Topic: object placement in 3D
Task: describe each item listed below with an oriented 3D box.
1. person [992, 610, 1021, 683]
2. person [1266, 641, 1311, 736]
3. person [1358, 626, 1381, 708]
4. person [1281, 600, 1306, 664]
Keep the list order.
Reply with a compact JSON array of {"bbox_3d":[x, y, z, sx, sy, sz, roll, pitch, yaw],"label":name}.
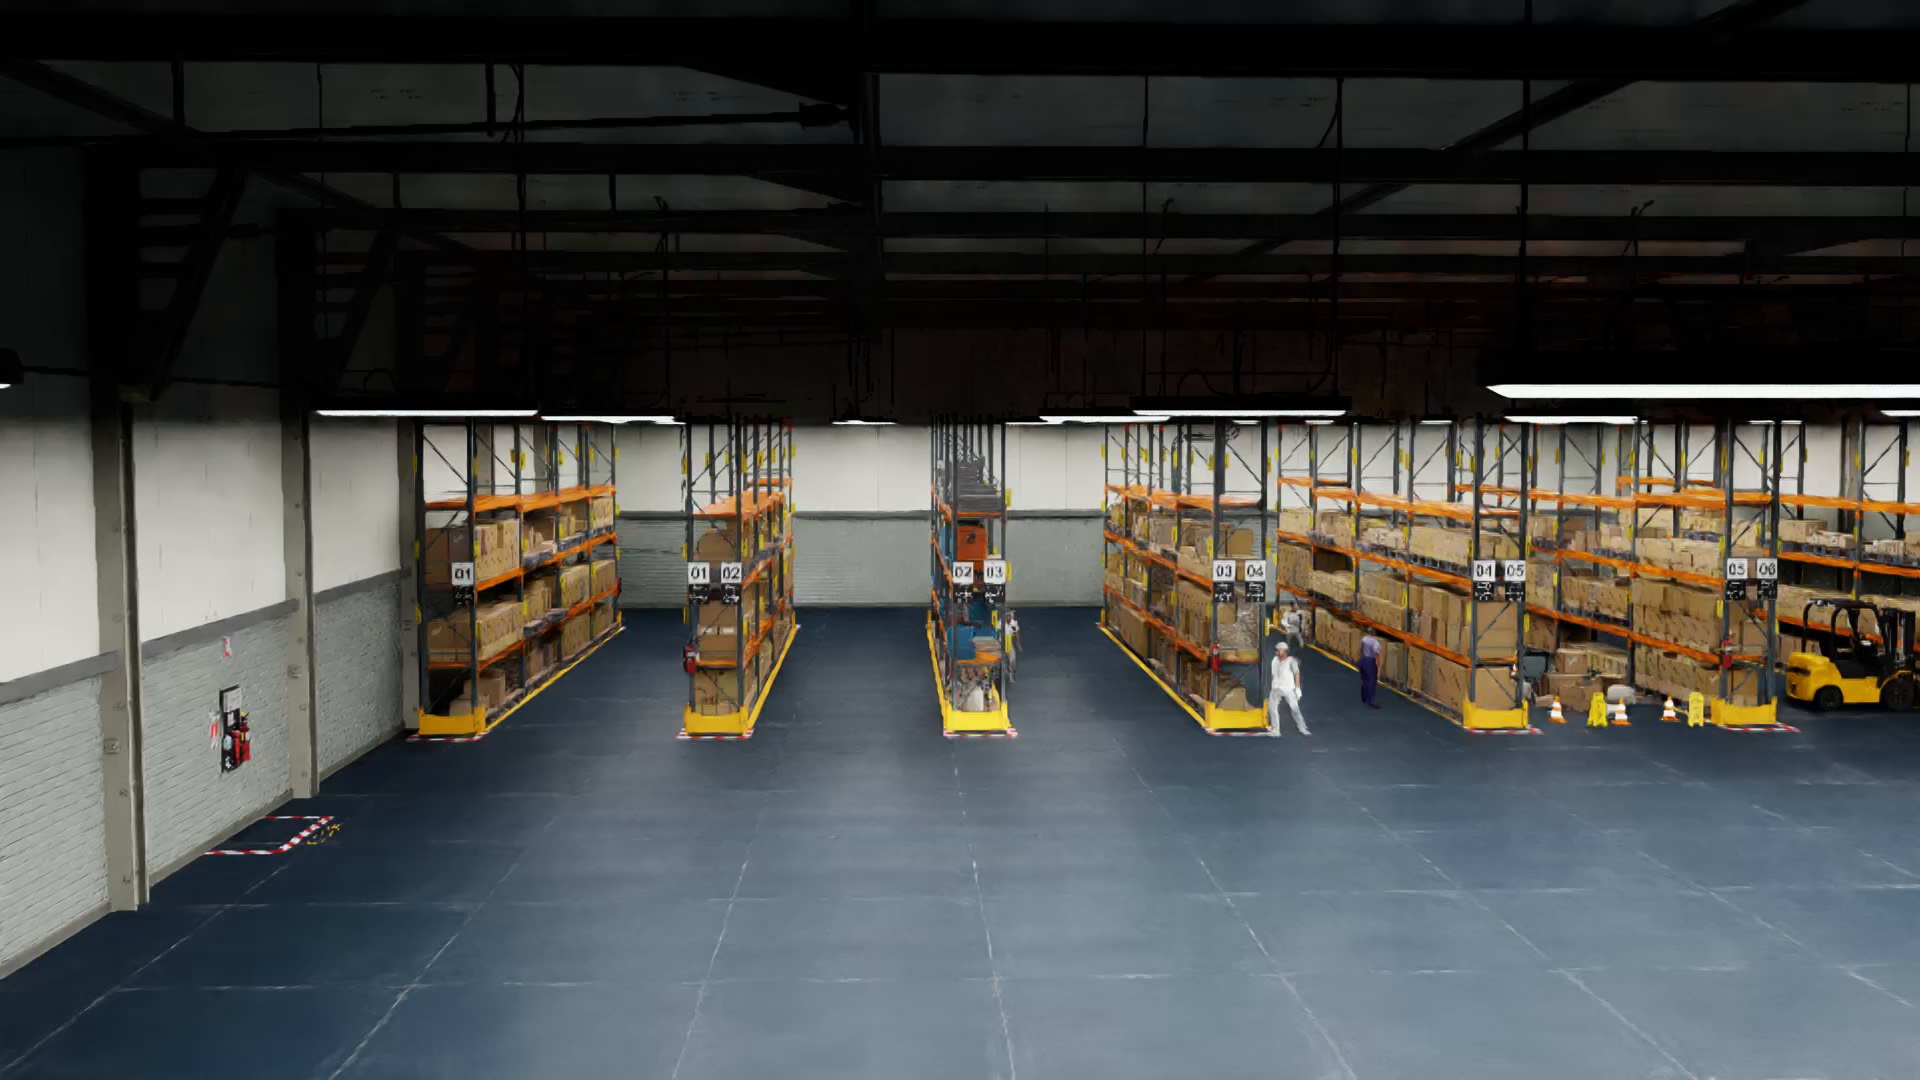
[{"bbox_3d":[1.019,2.367,37.488,0.666,1.657,0.833,-1,4,-12],"label":"person"},{"bbox_3d":[6.078,2.756,30.751,0.773,1.761,0.636,3,5,39],"label":"person"},{"bbox_3d":[8.410,2.573,34.072,0.483,1.656,0.622,-2,5,-31],"label":"person"},{"bbox_3d":[7.996,2.218,39.834,0.613,1.596,0.853,0,4,4],"label":"person"}]
